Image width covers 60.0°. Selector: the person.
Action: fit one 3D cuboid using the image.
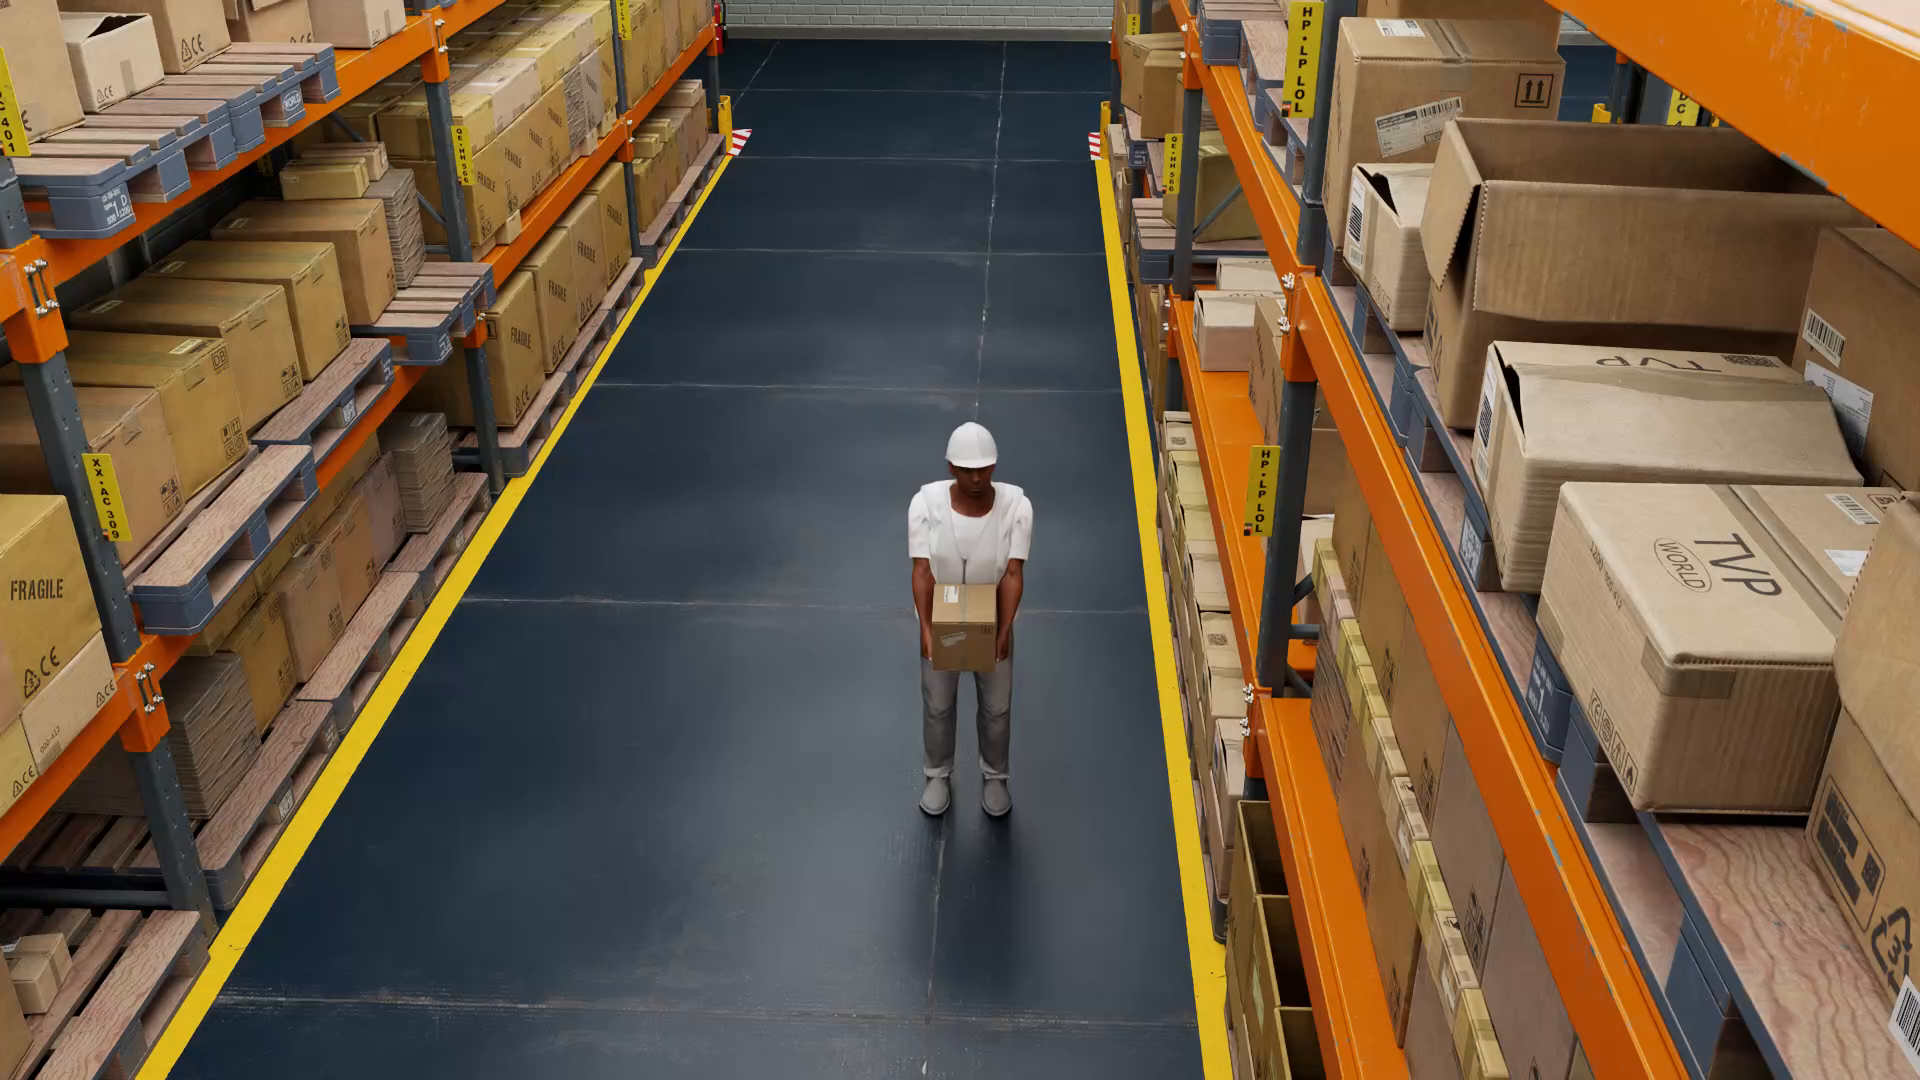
[{"bbox_3d":[0.041,0.381,6.878,0.504,1.760,0.575,2,28,3],"label":"person"}]
